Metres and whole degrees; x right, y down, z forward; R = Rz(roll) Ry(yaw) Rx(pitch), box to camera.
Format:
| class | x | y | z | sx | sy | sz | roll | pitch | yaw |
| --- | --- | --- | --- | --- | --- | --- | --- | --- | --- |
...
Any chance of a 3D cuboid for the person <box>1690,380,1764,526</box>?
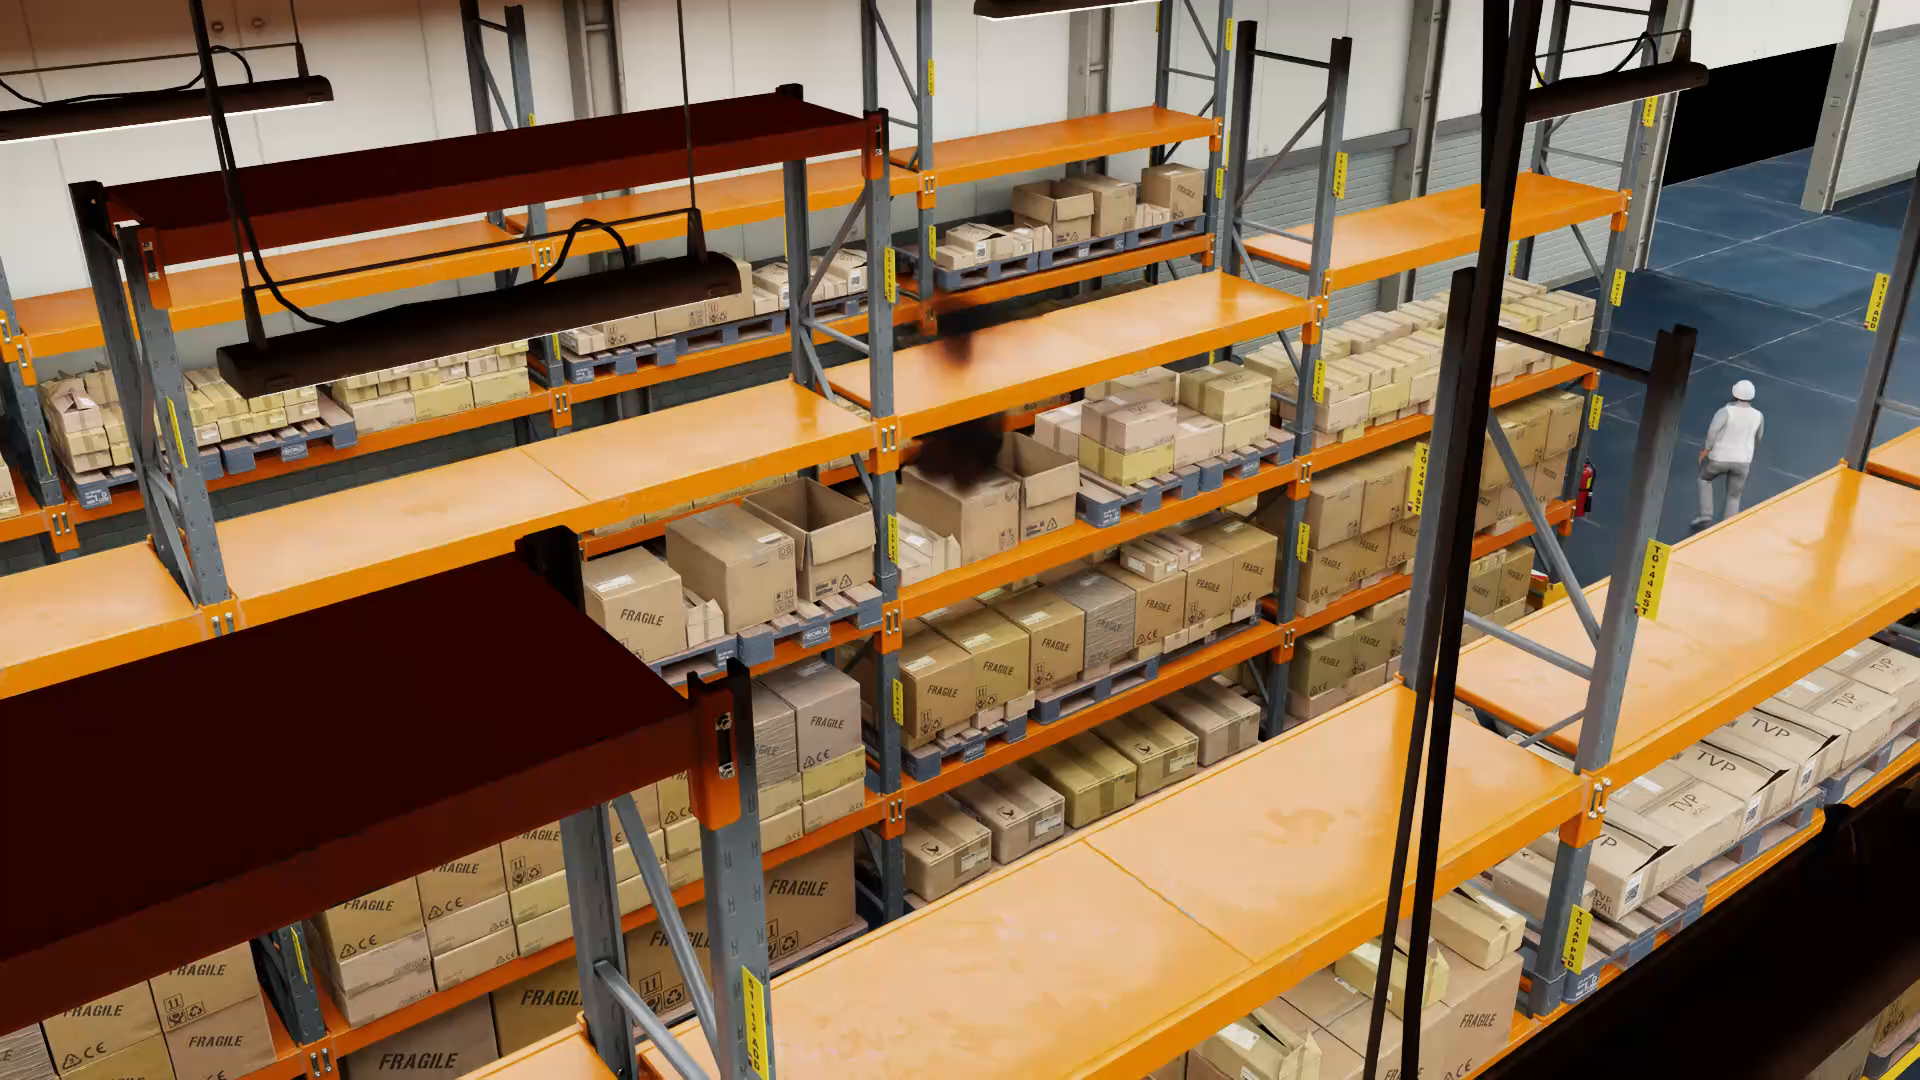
| class | x | y | z | sx | sy | sz | roll | pitch | yaw |
| --- | --- | --- | --- | --- | --- | --- | --- | --- | --- |
| person | 8.299 | -0.870 | 17.965 | 0.651 | 1.710 | 0.961 | 5 | 27 | 11 |
